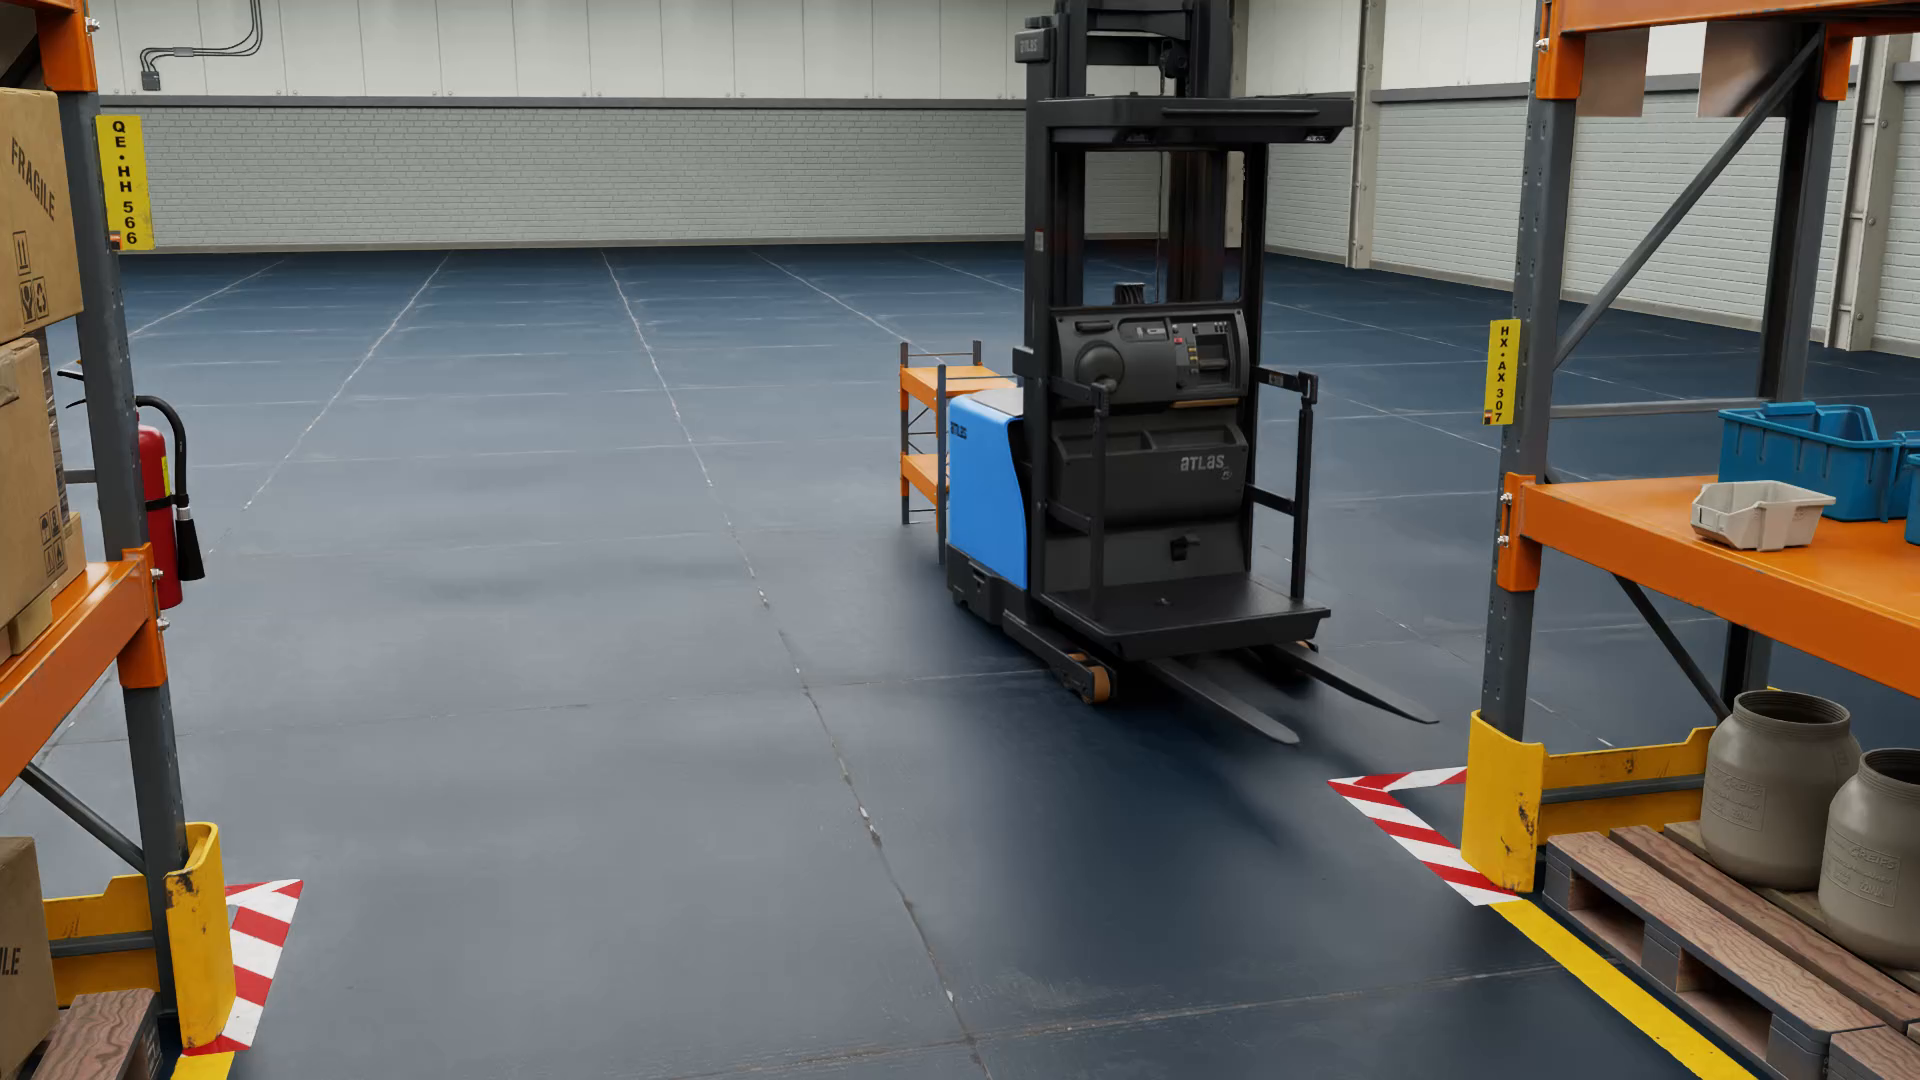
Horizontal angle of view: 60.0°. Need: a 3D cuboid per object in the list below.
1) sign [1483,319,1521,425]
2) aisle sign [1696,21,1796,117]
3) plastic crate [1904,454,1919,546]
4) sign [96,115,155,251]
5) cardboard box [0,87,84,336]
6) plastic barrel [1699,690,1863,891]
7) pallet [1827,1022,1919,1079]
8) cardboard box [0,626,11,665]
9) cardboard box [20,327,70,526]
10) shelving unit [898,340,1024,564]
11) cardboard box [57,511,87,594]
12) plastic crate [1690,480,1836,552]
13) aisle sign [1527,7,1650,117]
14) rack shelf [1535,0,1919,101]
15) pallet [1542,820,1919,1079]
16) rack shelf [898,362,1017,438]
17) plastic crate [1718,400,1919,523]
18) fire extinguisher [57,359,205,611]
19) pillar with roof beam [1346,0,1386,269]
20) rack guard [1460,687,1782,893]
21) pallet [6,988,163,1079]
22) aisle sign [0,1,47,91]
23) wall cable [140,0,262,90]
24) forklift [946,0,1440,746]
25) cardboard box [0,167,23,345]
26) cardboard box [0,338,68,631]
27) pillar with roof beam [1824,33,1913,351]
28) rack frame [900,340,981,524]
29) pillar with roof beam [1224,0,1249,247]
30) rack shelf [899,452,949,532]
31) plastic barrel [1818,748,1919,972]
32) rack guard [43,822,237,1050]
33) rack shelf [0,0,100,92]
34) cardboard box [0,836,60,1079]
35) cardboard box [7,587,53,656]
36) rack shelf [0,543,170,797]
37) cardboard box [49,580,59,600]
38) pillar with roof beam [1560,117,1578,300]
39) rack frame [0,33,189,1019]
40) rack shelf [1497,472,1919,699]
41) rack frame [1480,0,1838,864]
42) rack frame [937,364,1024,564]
[{"bbox_3d":[1.677,-0.518,5.145,0.100,0.325,0.005,-3,14,-13],"label":"sign"},{"bbox_3d":[2.484,-1.709,5.126,0.394,0.787,0.004,-3,14,-13],"label":"aisle sign"},{"bbox_3d":[2.768,-0.092,4.298,0.499,0.251,0.408,-3,14,-13],"label":"plastic crate"},{"bbox_3d":[-2.058,-0.880,4.102,0.100,0.325,0.005,-3,14,-13],"label":"sign"},{"bbox_3d":[-2.233,-0.703,3.540,0.500,0.500,0.500,-3,14,-13],"label":"cardboard box"},{"bbox_3d":[2.441,0.739,4.940,0.421,0.512,0.421,0,14,0],"label":"plastic barrel"},{"bbox_3d":[2.745,1.425,3.651,1.003,0.211,1.213,-3,14,-13],"label":"pallet"},{"bbox_3d":[-2.124,0.210,3.277,0.380,0.149,0.250,-3,14,-13],"label":"cardboard box"},{"bbox_3d":[-2.500,-0.202,3.596,0.875,0.500,0.500,-3,14,-13],"label":"cardboard box"},{"bbox_3d":[0.002,-0.545,9.787,0.538,1.125,1.048,-3,14,-13],"label":"shelving unit"},{"bbox_3d":[-2.334,0.039,3.977,0.380,0.149,0.250,-3,14,-13],"label":"cardboard box"},{"bbox_3d":[2.110,-0.061,4.412,0.298,0.136,0.250,-3,14,-13],"label":"plastic crate"},{"bbox_3d":[1.911,-1.677,4.992,0.394,0.787,0.004,-3,14,-13],"label":"aisle sign"},{"bbox_3d":[2.682,-1.060,3.140,1.077,0.370,4.000,-3,14,-13],"label":"rack shelf"},{"bbox_3d":[2.462,1.144,4.801,1.003,0.211,1.213,-3,14,-13],"label":"pallet"},{"bbox_3d":[0.002,-0.829,9.718,0.538,0.278,1.000,-3,14,-13],"label":"rack shelf"},{"bbox_3d":[2.621,-0.242,4.912,0.499,0.251,0.616,-3,14,-13],"label":"plastic crate"},{"bbox_3d":[-2.181,-0.152,4.391,0.296,0.674,0.183,-3,14,-13],"label":"fire extinguisher"},{"bbox_3d":[3.026,-9.063,28.064,9.100,9.000,0.400,-3,14,-13],"label":"pillar with roof beam"},{"bbox_3d":[2.276,0.816,5.535,1.175,0.500,0.348,-3,14,-13],"label":"rack guard"},{"bbox_3d":[-2.428,1.424,3.653,1.003,0.211,1.213,-3,14,-13],"label":"pallet"},{"bbox_3d":[-2.325,-1.431,3.987,0.394,0.787,0.004,-3,14,-13],"label":"aisle sign"},{"bbox_3d":[-14.992,-11.863,32.356,2.305,6.003,0.169,-3,14,-13],"label":"wall cable"},{"bbox_3d":[0.937,-0.836,7.174,1.130,2.935,3.031,-5,15,-21],"label":"forklift"},{"bbox_3d":[-2.110,-0.588,3.069,0.500,0.500,0.500,-3,14,-13],"label":"cardboard box"},{"bbox_3d":[-2.265,-0.093,3.151,0.875,0.500,0.500,-3,14,-13],"label":"cardboard box"},{"bbox_3d":[5.845,-6.295,16.732,9.100,9.000,0.400,-3,14,-13],"label":"pillar with roof beam"},{"bbox_3d":[-0.118,-0.662,10.267,0.500,1.125,0.032,-3,14,-13],"label":"rack frame"},{"bbox_3d":[1.617,-10.447,33.729,9.100,9.000,0.400,-3,14,-13],"label":"pillar with roof beam"},{"bbox_3d":[0.002,-0.307,9.845,0.538,0.278,1.000,-3,14,-13],"label":"rack shelf"},{"bbox_3d":[2.559,0.854,4.467,0.421,0.512,0.421,0,14,0],"label":"plastic barrel"},{"bbox_3d":[-2.584,1.094,4.394,1.175,0.500,0.348,-3,14,-13],"label":"rack guard"},{"bbox_3d":[-2.132,-0.784,2.010,1.077,0.370,4.000,-3,14,-13],"label":"rack shelf"},{"bbox_3d":[-2.472,1.018,3.822,0.500,0.500,0.500,-1,14,-3],"label":"cardboard box"},{"bbox_3d":[-2.168,0.151,3.516,0.380,0.149,0.250,-3,14,-13],"label":"cardboard box"},{"bbox_3d":[-2.132,0.674,2.366,1.077,0.370,4.000,-3,14,-13],"label":"rack shelf"},{"bbox_3d":[-2.276,0.097,3.741,0.380,0.149,0.250,-3,14,-13],"label":"cardboard box"},{"bbox_3d":[4.436,-7.679,22.398,9.100,9.000,0.400,-3,14,-13],"label":"pillar with roof beam"},{"bbox_3d":[-2.602,-0.137,4.169,1.000,3.000,0.127,-3,14,-13],"label":"rack frame"},{"bbox_3d":[2.682,0.397,3.496,1.077,0.370,4.000,-3,14,-13],"label":"rack shelf"},{"bbox_3d":[2.212,-0.413,5.299,1.000,3.000,0.127,-3,14,-13],"label":"rack frame"},{"bbox_3d":[0.121,-0.428,9.307,0.500,1.125,0.032,-3,14,-13],"label":"rack frame"}]
